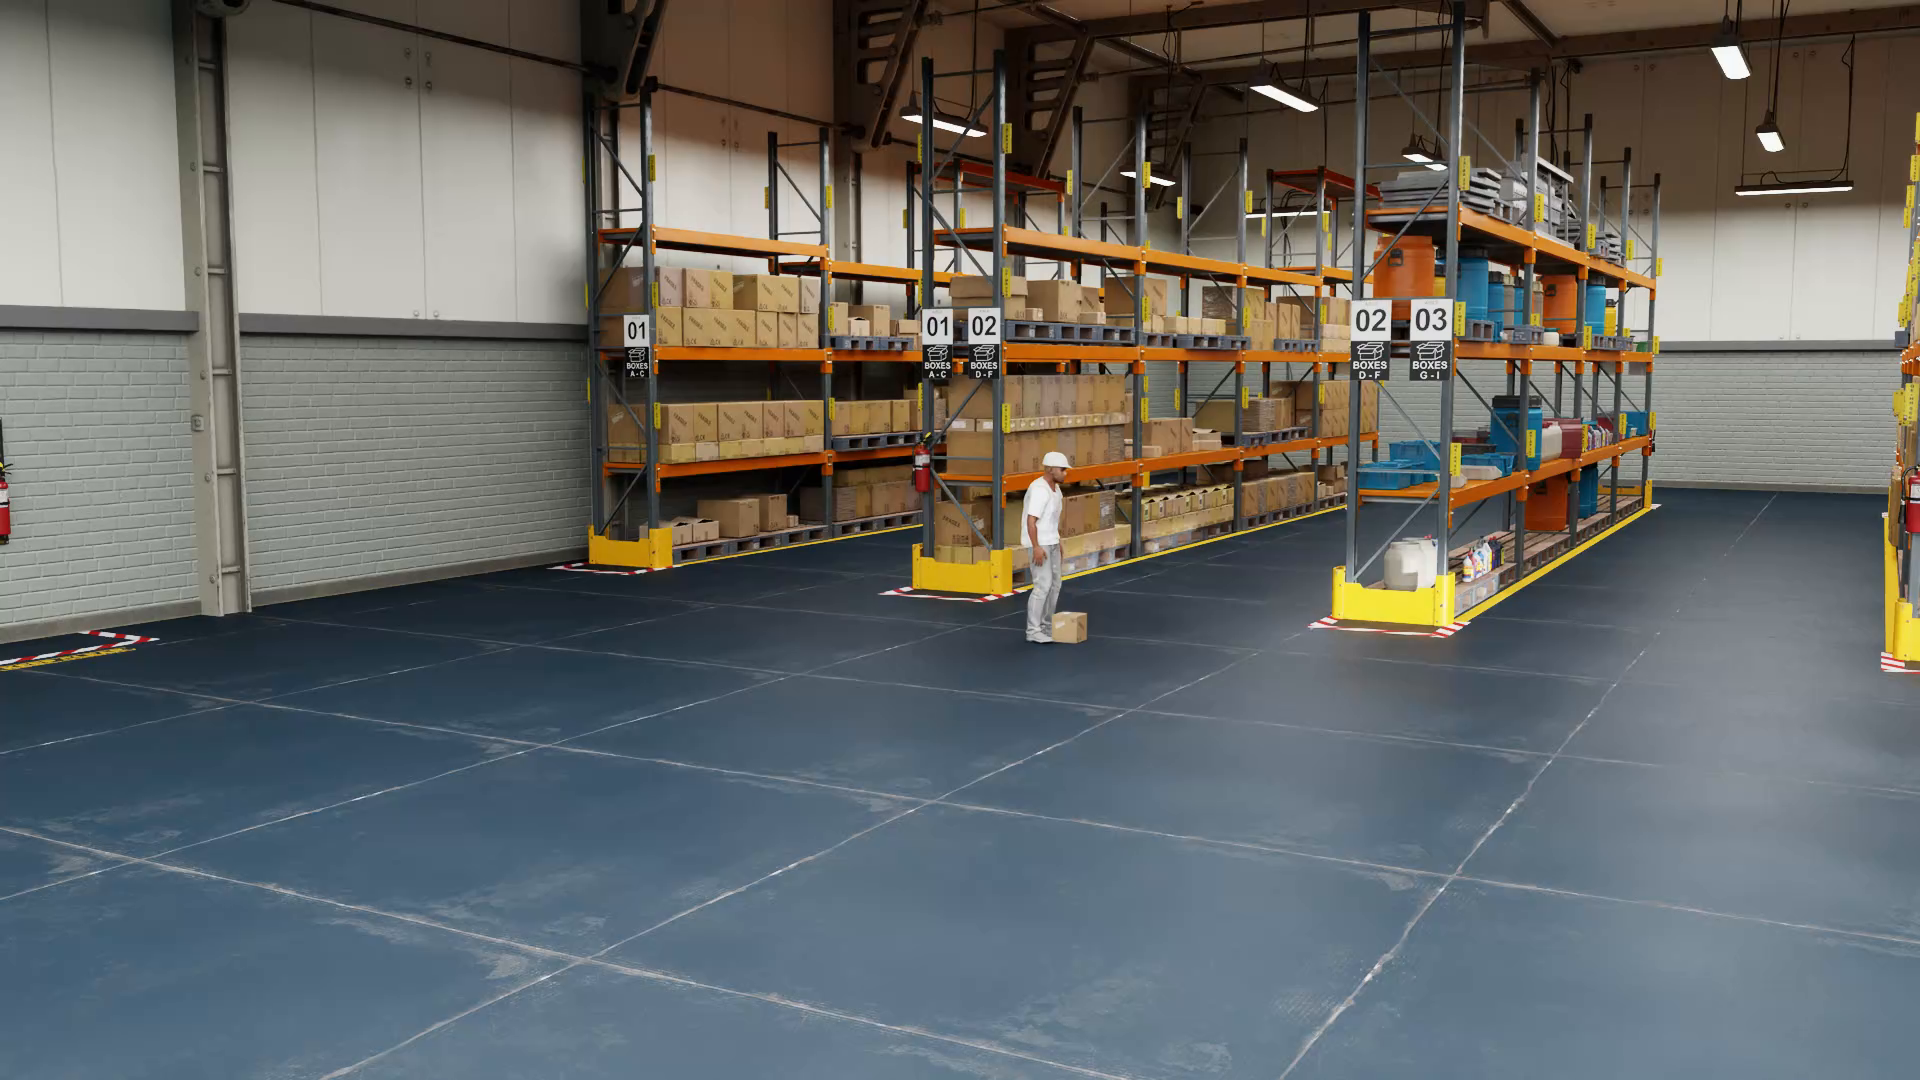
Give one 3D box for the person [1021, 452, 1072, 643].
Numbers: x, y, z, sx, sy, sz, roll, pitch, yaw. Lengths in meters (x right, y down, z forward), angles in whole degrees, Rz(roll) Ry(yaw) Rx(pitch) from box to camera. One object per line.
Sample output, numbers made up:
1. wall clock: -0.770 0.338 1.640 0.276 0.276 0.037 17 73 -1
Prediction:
1. person: 0.815 0.054 15.533 0.462 1.759 0.632 3 7 25
